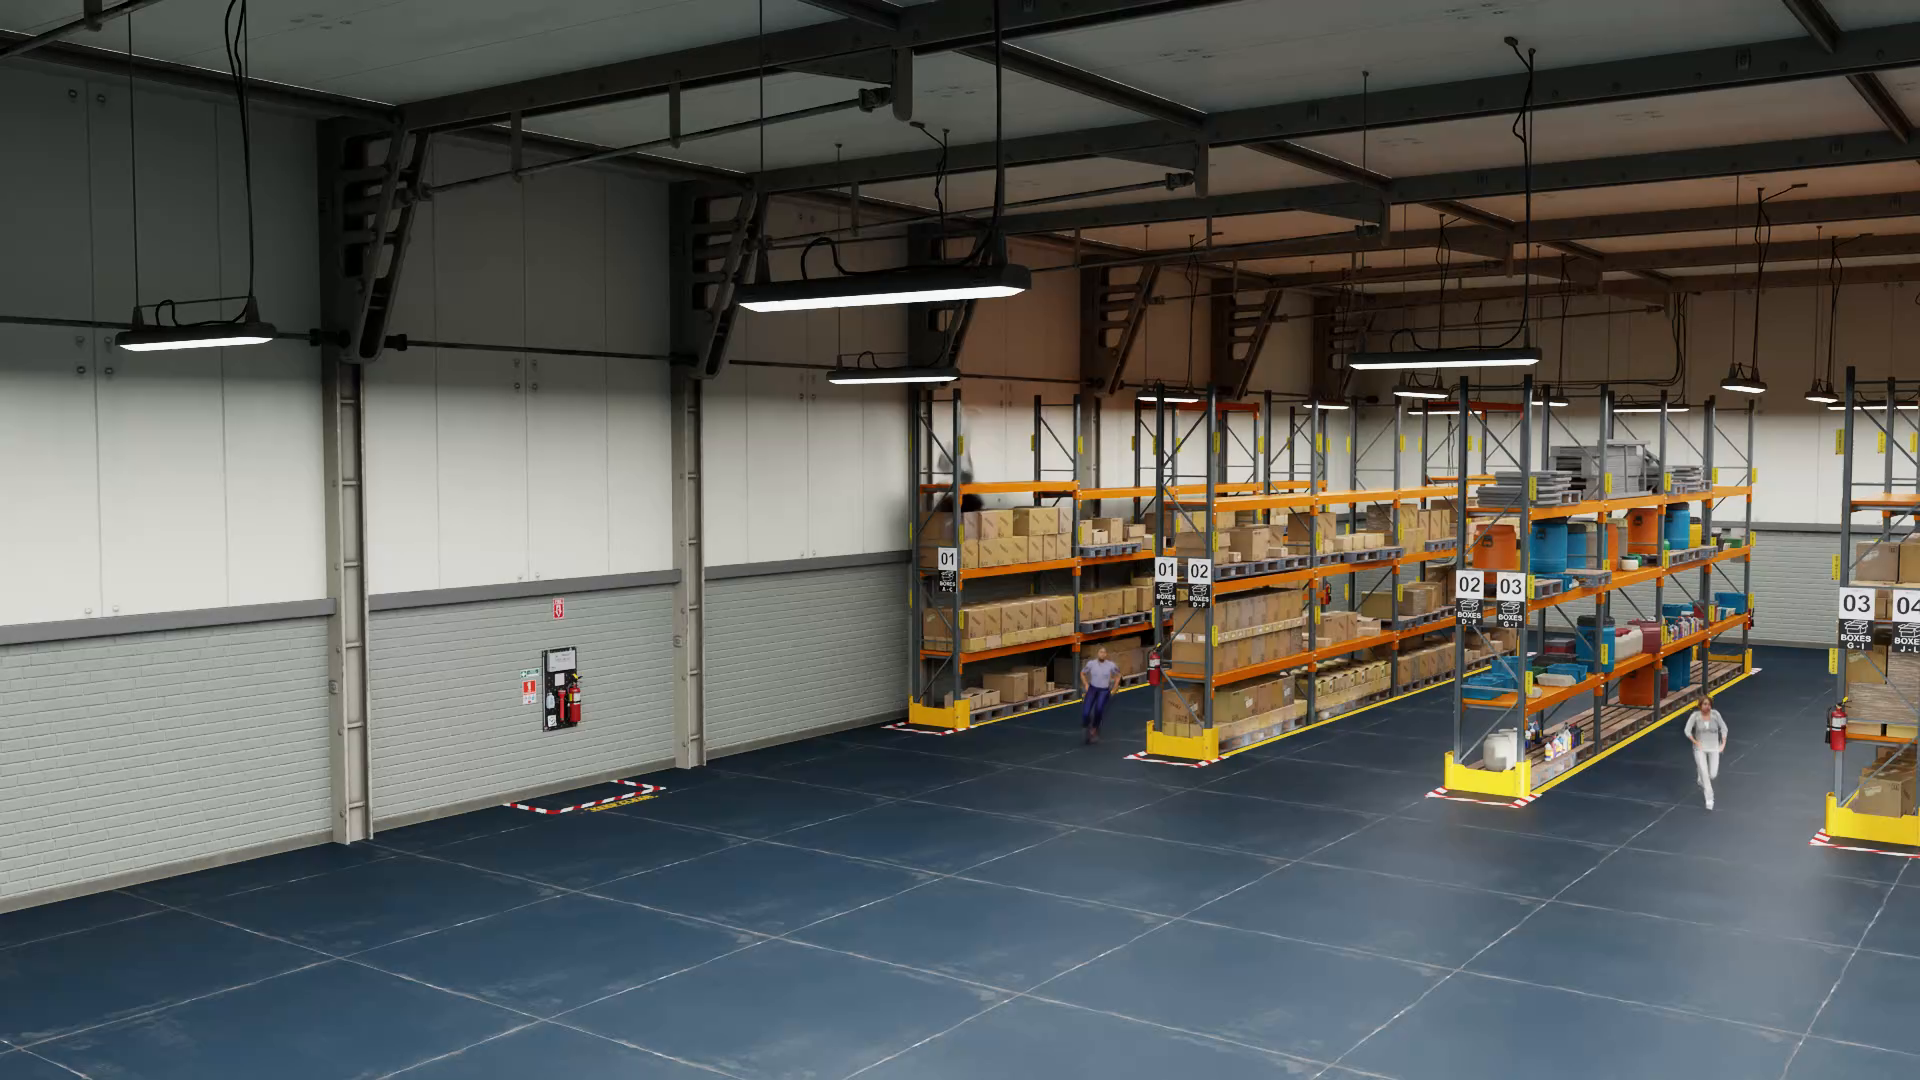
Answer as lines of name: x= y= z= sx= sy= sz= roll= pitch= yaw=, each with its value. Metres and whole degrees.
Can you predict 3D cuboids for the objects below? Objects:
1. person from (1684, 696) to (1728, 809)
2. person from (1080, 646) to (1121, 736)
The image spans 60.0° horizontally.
person: x=10.377 y=2.927 z=23.174 sx=0.567 sy=1.565 sz=0.665 roll=1 pitch=3 yaw=13
person: x=2.321 y=2.528 z=27.750 sx=0.667 sy=1.480 sz=0.702 roll=1 pitch=3 yaw=14
